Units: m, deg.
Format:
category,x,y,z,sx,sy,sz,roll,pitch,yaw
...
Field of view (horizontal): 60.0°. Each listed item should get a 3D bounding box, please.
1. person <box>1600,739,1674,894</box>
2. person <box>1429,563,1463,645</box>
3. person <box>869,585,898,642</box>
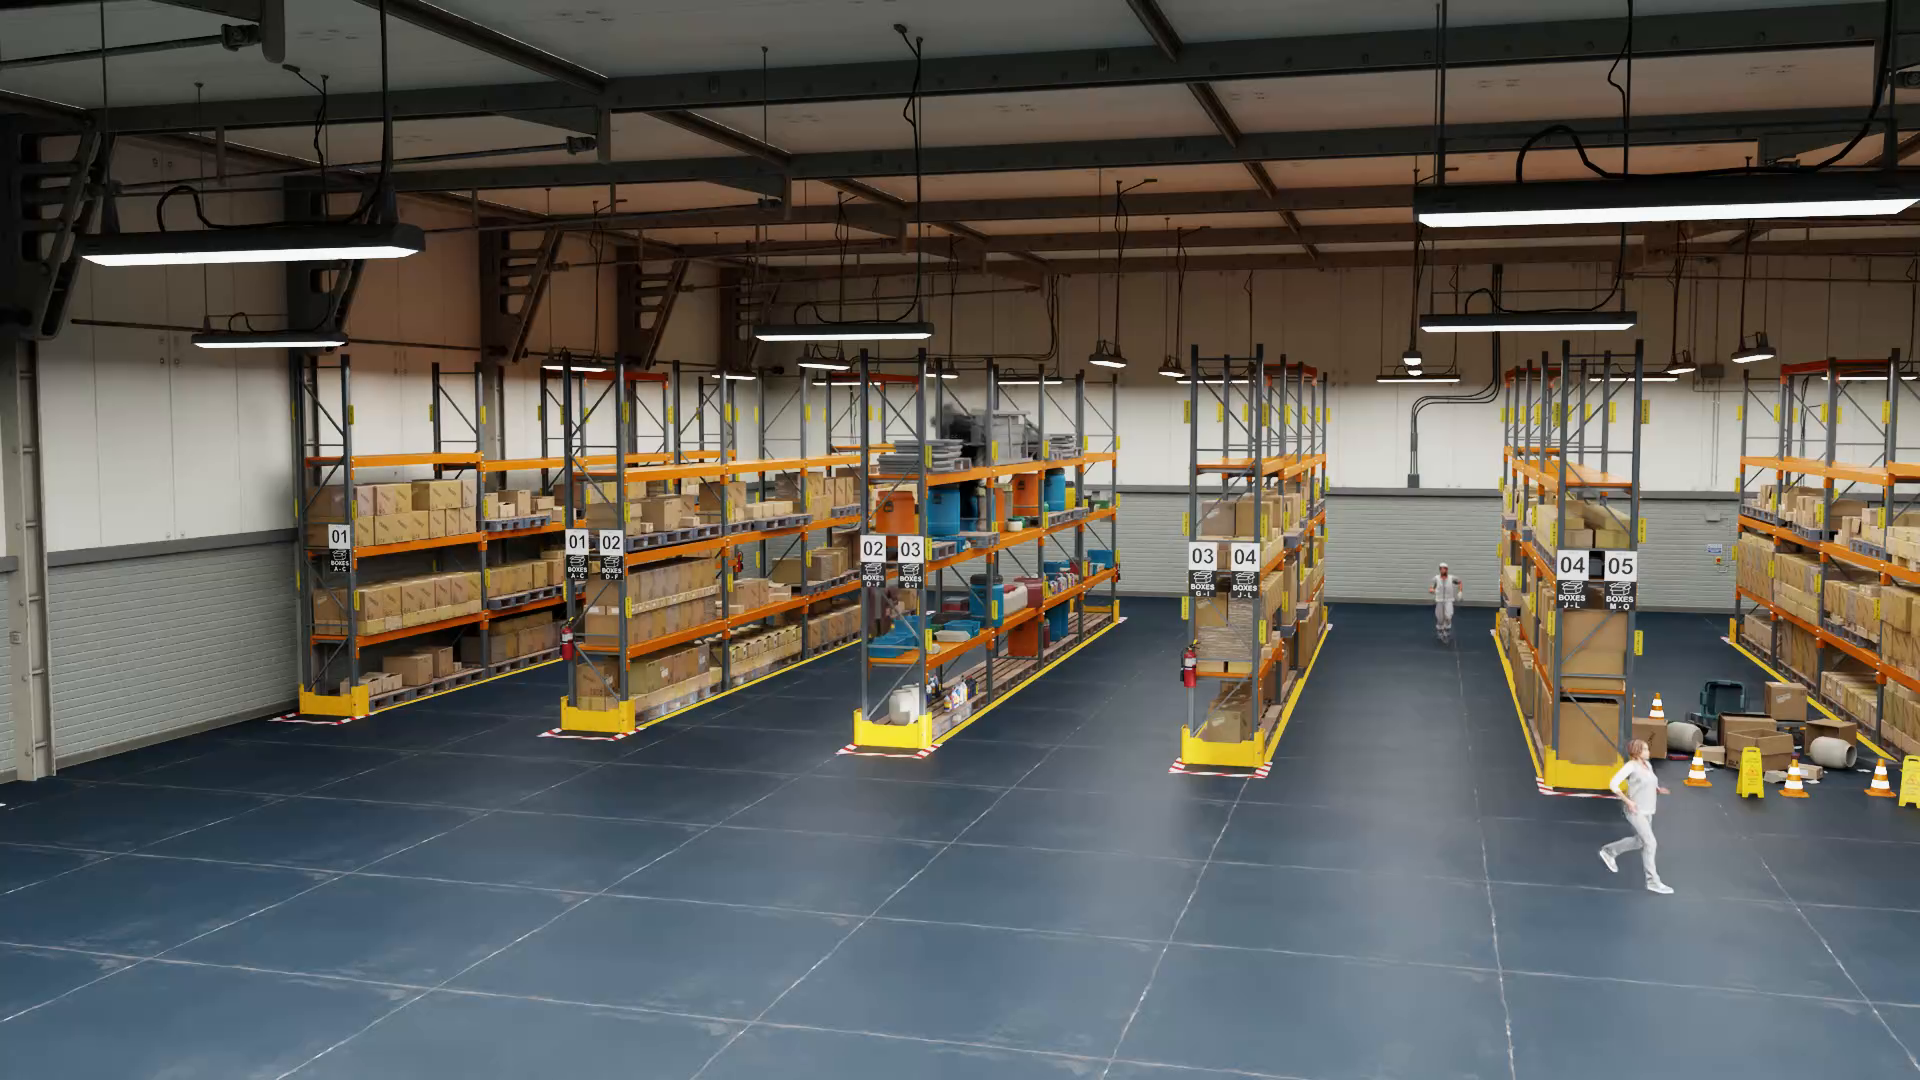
category,x,y,z,sx,sy,sz,roll,pitch,yaw
person,7.159,2.882,17.584,0.545,1.575,0.853,-4,6,-40
person,10.605,1.382,36.333,0.679,1.786,0.885,2,5,22
person,-1.545,1.516,31.627,0.707,1.667,0.612,0,4,6
